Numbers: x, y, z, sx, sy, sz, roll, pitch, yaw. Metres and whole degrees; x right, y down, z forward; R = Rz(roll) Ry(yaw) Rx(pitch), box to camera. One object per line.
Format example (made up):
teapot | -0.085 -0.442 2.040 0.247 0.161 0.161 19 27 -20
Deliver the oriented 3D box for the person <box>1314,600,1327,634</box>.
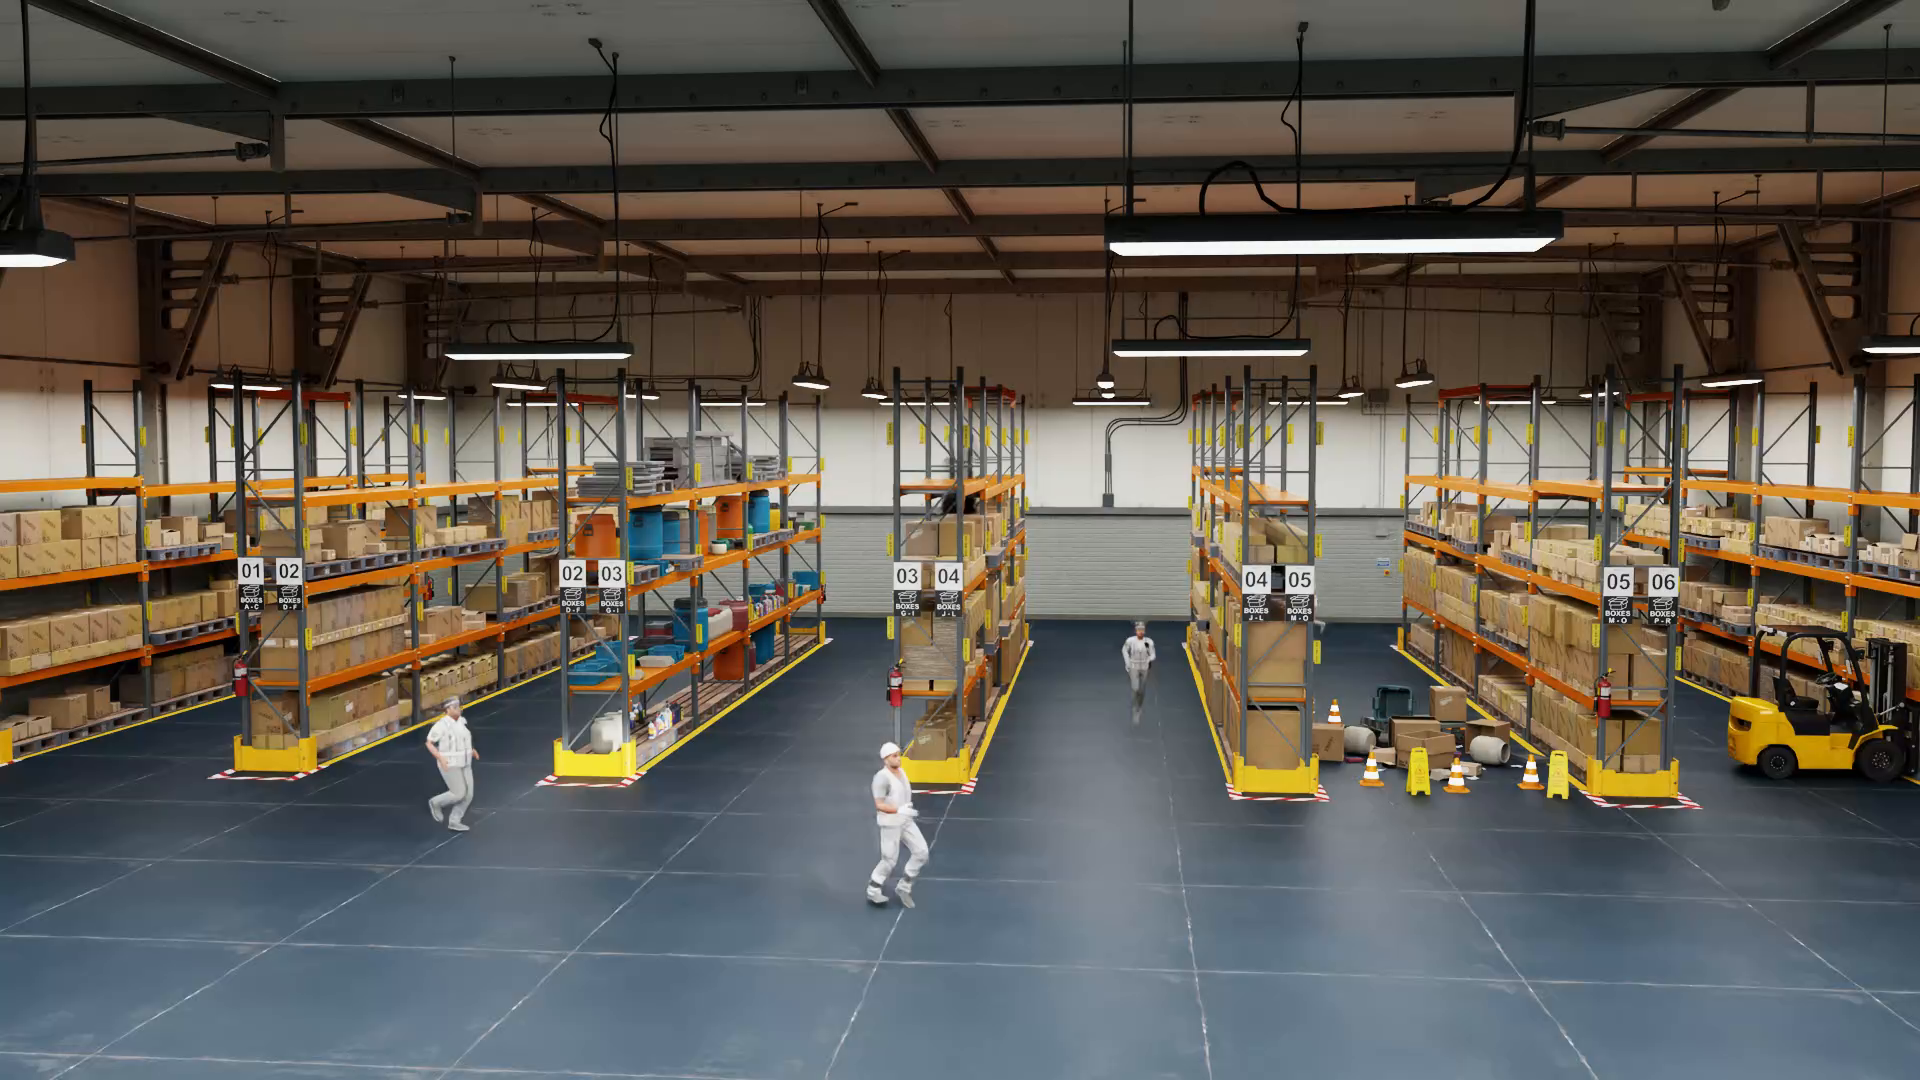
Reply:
person | 8.543 1.649 40.577 0.837 1.715 0.680 0 4 -2

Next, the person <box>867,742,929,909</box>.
person | -0.669 3.031 17.657 0.715 1.785 0.671 3 4 35

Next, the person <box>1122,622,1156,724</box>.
person | 3.053 2.231 28.275 0.529 1.728 0.829 0 4 -6

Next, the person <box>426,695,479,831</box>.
person | -6.420 2.824 21.113 0.600 1.734 0.663 2 4 26
